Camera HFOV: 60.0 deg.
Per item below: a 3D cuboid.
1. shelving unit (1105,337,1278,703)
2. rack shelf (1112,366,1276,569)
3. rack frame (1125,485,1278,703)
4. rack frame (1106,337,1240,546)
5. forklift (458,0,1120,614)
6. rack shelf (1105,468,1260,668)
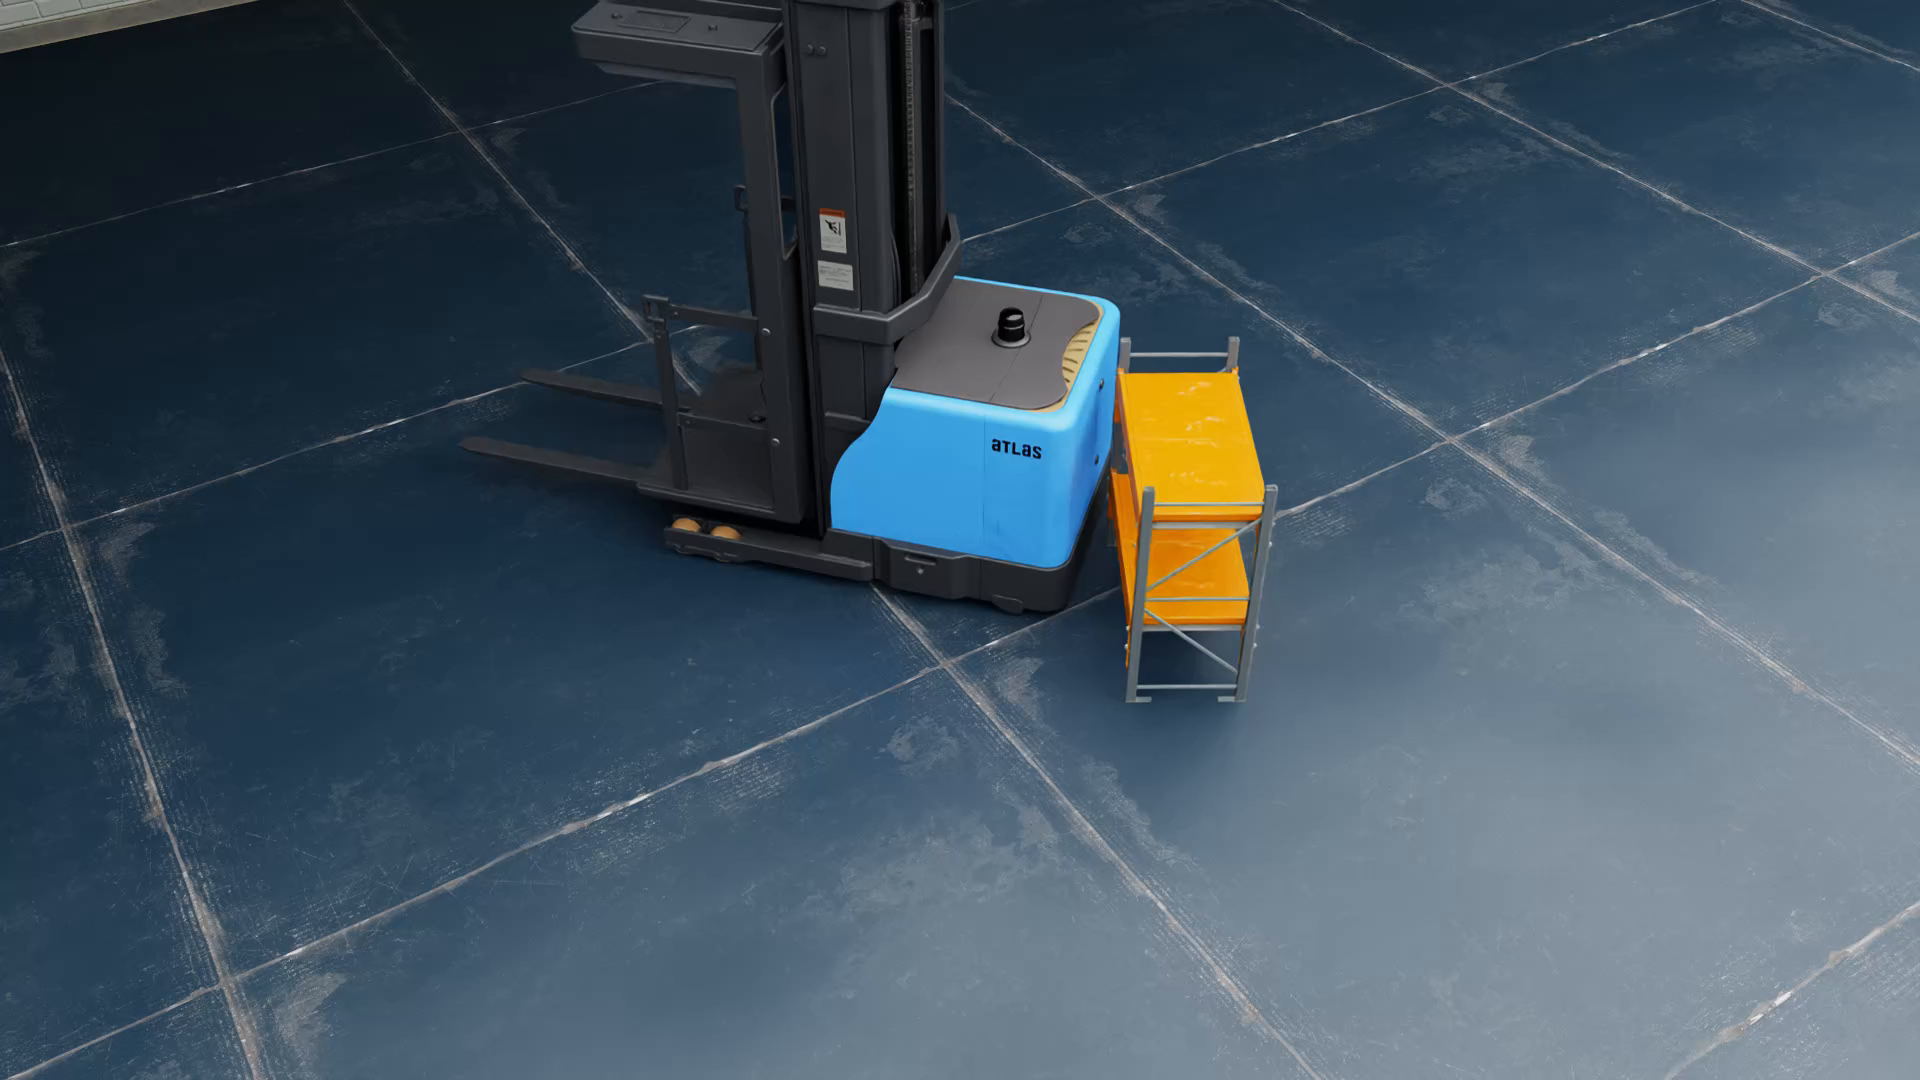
[{"bbox_3d":[0.933,-0.089,6.978,0.538,1.125,1.048,0,40,0],"label":"shelving unit"},{"bbox_3d":[0.933,-0.313,6.790,0.538,0.278,1.000,0,40,0],"label":"rack shelf"},{"bbox_3d":[0.939,0.237,6.587,0.500,1.125,0.032,0,40,0],"label":"rack frame"},{"bbox_3d":[0.928,-0.414,7.368,0.500,1.125,0.032,0,40,0],"label":"rack frame"},{"bbox_3d":[-0.855,-1.337,7.065,3.031,2.935,1.130,11,41,13],"label":"forklift"},{"bbox_3d":[0.933,0.099,7.134,0.538,0.278,1.000,0,40,0],"label":"rack shelf"}]
